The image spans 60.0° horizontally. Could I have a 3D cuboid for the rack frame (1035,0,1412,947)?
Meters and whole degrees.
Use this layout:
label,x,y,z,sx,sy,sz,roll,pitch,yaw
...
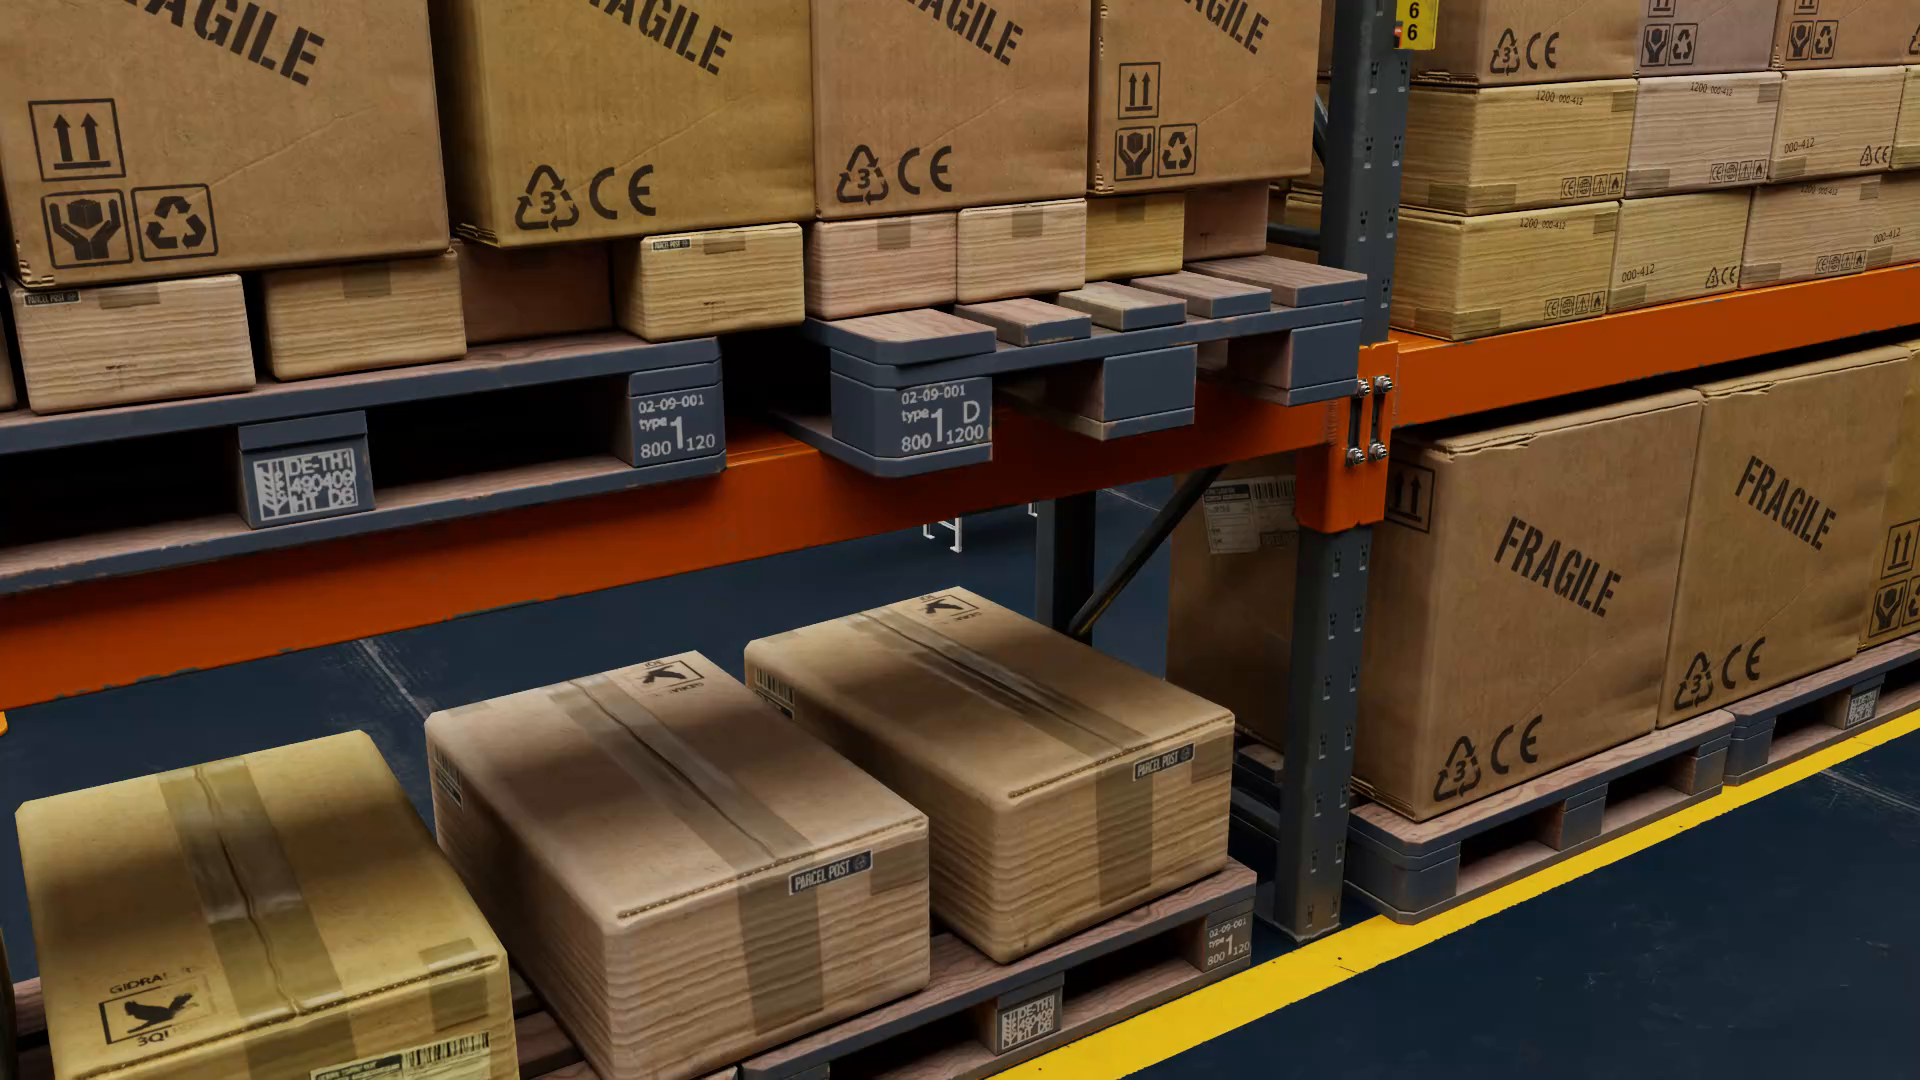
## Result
label,x,y,z,sx,sy,sz,roll,pitch,yaw
rack frame,0.516,-0.679,3.569,0.127,3.000,1.000,-12,22,-31

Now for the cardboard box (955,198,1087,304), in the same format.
label,x,y,z,sx,sy,sz,roll,pitch,yaw
cardboard box,0.002,-0.515,2.822,0.250,0.149,0.380,-12,22,-32

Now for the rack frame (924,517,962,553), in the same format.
label,x,y,z,sx,sy,sz,roll,pitch,yaw
rack frame,-0.066,-0.555,6.012,0.015,1.200,0.240,-12,22,-31

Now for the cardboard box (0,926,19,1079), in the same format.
label,x,y,z,sx,sy,sz,roll,pitch,yaw
cardboard box,-1.789,0.851,2.492,0.625,0.372,0.950,-10,21,-28

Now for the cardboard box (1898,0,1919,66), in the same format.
label,x,y,z,sx,sy,sz,roll,pitch,yaw
cardboard box,2.335,-1.486,4.240,0.500,0.500,0.500,-12,22,-31

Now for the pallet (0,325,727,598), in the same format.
label,x,y,z,sx,sy,sz,roll,pitch,yaw
pallet,-1.115,-0.228,2.536,1.213,0.211,1.003,-12,22,-31

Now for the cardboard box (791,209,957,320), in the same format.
label,x,y,z,sx,sy,sz,roll,pitch,yaw
cardboard box,-0.213,-0.473,2.697,0.250,0.149,0.380,-13,23,-34

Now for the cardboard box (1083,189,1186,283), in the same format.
label,x,y,z,sx,sy,sz,roll,pitch,yaw
cardboard box,0.188,-0.572,2.989,0.250,0.149,0.380,-12,22,-31

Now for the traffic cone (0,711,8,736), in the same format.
label,x,y,z,sx,sy,sz,roll,pitch,yaw
traffic cone,-2.867,0.316,4.588,0.334,0.463,0.336,-12,22,-31

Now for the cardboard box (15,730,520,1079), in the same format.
label,x,y,z,sx,sy,sz,roll,pitch,yaw
cardboard box,-1.210,0.728,2.855,0.625,0.372,0.950,-11,22,-30

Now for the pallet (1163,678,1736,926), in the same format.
label,x,y,z,sx,sy,sz,roll,pitch,yaw
pallet,1.216,0.523,4.367,1.213,0.211,1.003,-12,22,-31

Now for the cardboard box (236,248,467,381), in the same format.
label,x,y,z,sx,sy,sz,roll,pitch,yaw
cardboard box,-0.879,-0.344,2.316,0.250,0.149,0.380,-13,22,-33

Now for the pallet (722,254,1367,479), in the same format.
label,x,y,z,sx,sy,sz,roll,pitch,yaw
pallet,-0.021,-0.434,3.145,1.003,0.211,1.213,-12,22,-31

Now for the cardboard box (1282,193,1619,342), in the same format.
label,x,y,z,sx,sy,sz,roll,pitch,yaw
cardboard box,1.063,-0.627,3.649,0.500,0.250,0.500,-12,22,-32

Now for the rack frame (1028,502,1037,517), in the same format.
label,x,y,z,sx,sy,sz,roll,pitch,yaw
rack frame,0.342,-0.641,6.266,0.015,1.200,0.240,-12,22,-31

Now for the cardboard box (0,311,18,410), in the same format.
label,x,y,z,sx,sy,sz,roll,pitch,yaw
cardboard box,-1.336,-0.256,2.056,0.250,0.149,0.380,-12,22,-31

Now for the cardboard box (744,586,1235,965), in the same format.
label,x,y,z,sx,sy,sz,roll,pitch,yaw
cardboard box,0.039,0.464,3.637,0.625,0.372,0.950,-14,23,-35

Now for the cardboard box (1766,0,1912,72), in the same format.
label,x,y,z,sx,sy,sz,roll,pitch,yaw
cardboard box,1.912,-1.398,3.980,0.500,0.500,0.500,-11,22,-30

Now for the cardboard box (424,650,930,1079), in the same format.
label,x,y,z,sx,sy,sz,roll,pitch,yaw
cardboard box,-0.573,0.596,3.246,0.625,0.372,0.950,-12,22,-32

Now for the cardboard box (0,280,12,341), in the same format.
label,x,y,z,sx,sy,sz,roll,pitch,yaw
cardboard box,-1.410,-0.414,2.521,0.250,0.149,0.380,-13,23,-33

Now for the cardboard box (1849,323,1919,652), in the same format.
label,x,y,z,sx,sy,sz,roll,pitch,yaw
cardboard box,2.633,-0.284,5.063,0.875,0.875,0.875,-11,22,-30

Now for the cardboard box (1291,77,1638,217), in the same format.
label,x,y,z,sx,sy,sz,roll,pitch,yaw
cardboard box,1.075,-0.868,3.582,0.500,0.250,0.500,-12,22,-32

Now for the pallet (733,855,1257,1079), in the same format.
label,x,y,z,sx,sy,sz,roll,pitch,yaw
pallet,-0.137,0.779,3.610,1.213,0.211,1.003,-12,22,-31

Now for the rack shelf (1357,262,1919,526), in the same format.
label,x,y,z,sx,sy,sz,roll,pitch,yaw
rack shelf,2.186,-0.690,4.727,4.000,0.370,1.077,-12,22,-31

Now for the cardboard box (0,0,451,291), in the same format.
label,x,y,z,sx,sy,sz,roll,pitch,yaw
cardboard box,-1.014,-0.633,2.156,0.500,0.500,0.500,-13,23,-34

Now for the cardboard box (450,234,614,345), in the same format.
label,x,y,z,sx,sy,sz,roll,pitch,yaw
cardboard box,-0.714,-0.410,2.511,0.250,0.149,0.380,-12,22,-31

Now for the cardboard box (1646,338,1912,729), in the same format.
label,x,y,z,sx,sy,sz,roll,pitch,yaw
cardboard box,1.886,-0.127,4.598,0.875,0.875,0.875,-12,22,-31

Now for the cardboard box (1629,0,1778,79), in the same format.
label,x,y,z,sx,sy,sz,roll,pitch,yaw
cardboard box,1.471,-1.311,3.723,0.500,0.500,0.500,-12,22,-31

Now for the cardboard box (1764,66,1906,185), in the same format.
label,x,y,z,sx,sy,sz,roll,pitch,yaw
cardboard box,1.930,-1.043,4.100,0.500,0.250,0.500,-12,22,-32

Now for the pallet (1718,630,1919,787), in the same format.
label,x,y,z,sx,sy,sz,roll,pitch,yaw
pallet,2.234,0.310,4.999,1.213,0.211,1.003,-12,22,-31

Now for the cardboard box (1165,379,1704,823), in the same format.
label,x,y,z,sx,sy,sz,roll,pitch,yaw
cardboard box,1.139,0.029,4.137,0.875,0.875,0.875,-12,22,-32

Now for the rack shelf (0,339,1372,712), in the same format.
label,x,y,z,sx,sy,sz,roll,pitch,yaw
rack shelf,-1.154,0.014,2.643,4.000,0.370,1.077,-12,22,-31

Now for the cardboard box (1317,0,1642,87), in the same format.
label,x,y,z,sx,sy,sz,roll,pitch,yaw
cardboard box,1.062,-1.221,3.457,0.500,0.500,0.500,-13,22,-33

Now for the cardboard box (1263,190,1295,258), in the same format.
label,x,y,z,sx,sy,sz,roll,pitch,yaw
cardboard box,0.796,-0.766,4.062,0.500,0.250,0.500,-13,23,-33

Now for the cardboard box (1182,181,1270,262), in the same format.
label,x,y,z,sx,sy,sz,roll,pitch,yaw
cardboard box,0.372,-0.638,3.185,0.250,0.149,0.380,-11,22,-29

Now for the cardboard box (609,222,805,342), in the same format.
label,x,y,z,sx,sy,sz,roll,pitch,yaw
cardboard box,-0.435,-0.421,2.543,0.250,0.149,0.380,-11,22,-30

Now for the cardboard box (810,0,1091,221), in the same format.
label,x,y,z,sx,sy,sz,roll,pitch,yaw
cardboard box,-0.136,-0.818,2.704,0.500,0.500,0.500,-12,22,-32

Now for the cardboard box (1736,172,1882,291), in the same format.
label,x,y,z,sx,sy,sz,roll,pitch,yaw
cardboard box,1.924,-0.813,4.200,0.500,0.250,0.500,-11,22,-30

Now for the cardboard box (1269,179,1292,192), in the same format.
label,x,y,z,sx,sy,sz,roll,pitch,yaw
cardboard box,0.781,-0.998,3.967,0.500,0.250,0.500,-12,22,-32

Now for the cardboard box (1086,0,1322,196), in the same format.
label,x,y,z,sx,sy,sz,roll,pitch,yaw
cardboard box,0.289,-0.912,2.982,0.500,0.500,0.500,-13,22,-33

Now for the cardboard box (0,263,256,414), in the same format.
label,x,y,z,sx,sy,sz,roll,pitch,yaw
cardboard box,-1.085,-0.289,2.153,0.250,0.149,0.380,-11,22,-29

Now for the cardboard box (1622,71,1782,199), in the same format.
label,x,y,z,sx,sy,sz,roll,pitch,yaw
cardboard box,1.507,-0.959,3.850,0.500,0.250,0.500,-11,22,-30

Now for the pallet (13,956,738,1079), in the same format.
label,x,y,z,sx,sy,sz,roll,pitch,yaw
pallet,-1.155,0.993,2.978,1.213,0.211,1.003,-12,22,-31

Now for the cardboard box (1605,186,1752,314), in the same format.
label,x,y,z,sx,sy,sz,roll,pitch,yaw
cardboard box,1.482,-0.722,3.931,0.500,0.250,0.500,-13,22,-33

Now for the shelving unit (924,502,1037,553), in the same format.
label,x,y,z,sx,sy,sz,roll,pitch,yaw
shelving unit,0.138,-0.598,6.139,0.503,1.200,0.258,-12,22,-31

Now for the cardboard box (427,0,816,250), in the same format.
label,x,y,z,sx,sy,sz,roll,pitch,yaw
cardboard box,-0.557,-0.729,2.440,0.500,0.500,0.500,-14,23,-35

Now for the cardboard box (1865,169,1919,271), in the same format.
label,x,y,z,sx,sy,sz,roll,pitch,yaw
cardboard box,2.334,-0.901,4.460,0.500,0.250,0.500,-12,22,-31

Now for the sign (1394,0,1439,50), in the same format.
label,x,y,z,sx,sy,sz,roll,pitch,yaw
sign,0.822,-1.046,2.972,0.005,0.325,0.100,-12,22,-31

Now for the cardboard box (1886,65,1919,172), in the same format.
label,x,y,z,sx,sy,sz,roll,pitch,yaw
cardboard box,2.361,-1.129,4.354,0.500,0.250,0.500,-11,22,-30
